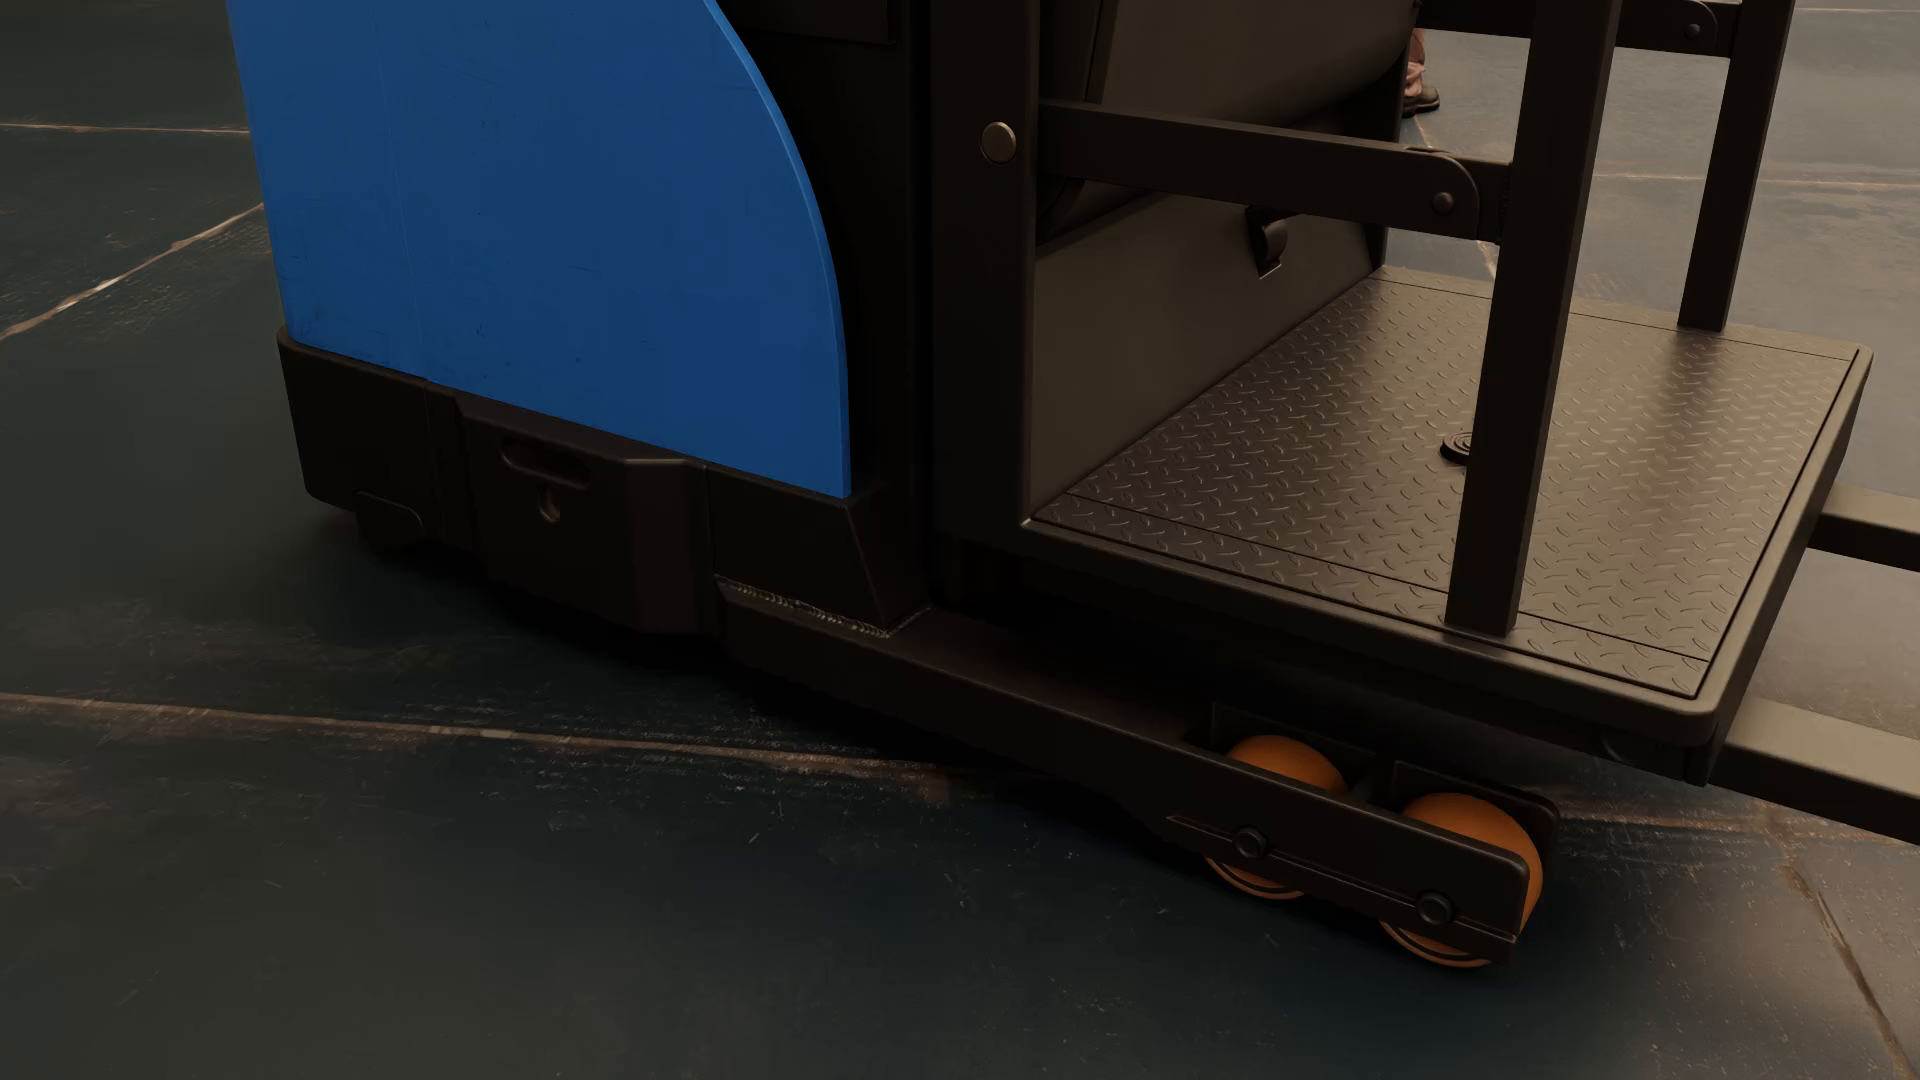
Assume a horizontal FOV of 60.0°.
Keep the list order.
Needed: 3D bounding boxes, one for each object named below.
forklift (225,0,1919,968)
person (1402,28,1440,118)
[{"bbox_3d":[0.525,-1.160,1.542,3.031,2.935,1.130,16,31,29],"label":"forklift"},{"bbox_3d":[1.191,-2.078,4.853,0.589,1.620,0.414,10,28,19],"label":"person"}]
